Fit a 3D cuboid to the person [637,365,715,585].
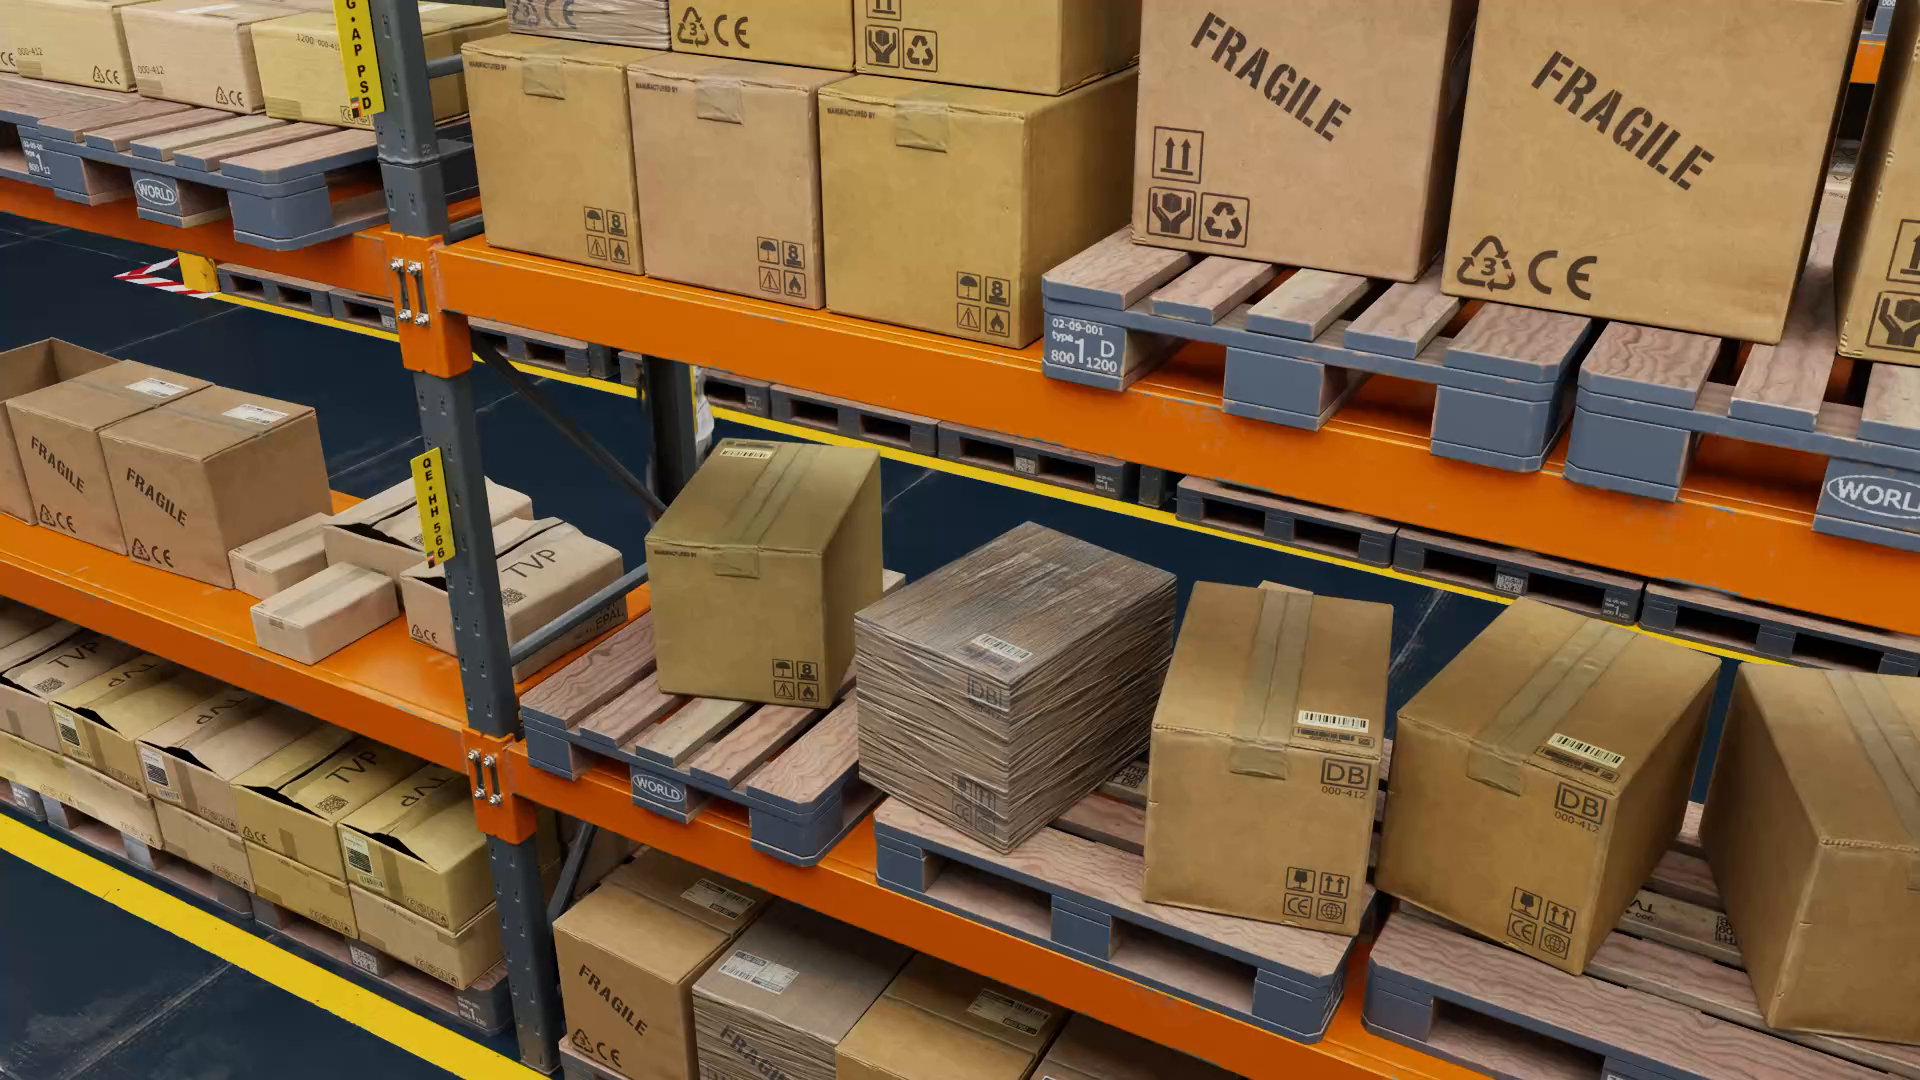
[{"bbox_3d":[-1.301,-0.494,8.034,0.710,1.666,0.491,3,27,6],"label":"person"}]
